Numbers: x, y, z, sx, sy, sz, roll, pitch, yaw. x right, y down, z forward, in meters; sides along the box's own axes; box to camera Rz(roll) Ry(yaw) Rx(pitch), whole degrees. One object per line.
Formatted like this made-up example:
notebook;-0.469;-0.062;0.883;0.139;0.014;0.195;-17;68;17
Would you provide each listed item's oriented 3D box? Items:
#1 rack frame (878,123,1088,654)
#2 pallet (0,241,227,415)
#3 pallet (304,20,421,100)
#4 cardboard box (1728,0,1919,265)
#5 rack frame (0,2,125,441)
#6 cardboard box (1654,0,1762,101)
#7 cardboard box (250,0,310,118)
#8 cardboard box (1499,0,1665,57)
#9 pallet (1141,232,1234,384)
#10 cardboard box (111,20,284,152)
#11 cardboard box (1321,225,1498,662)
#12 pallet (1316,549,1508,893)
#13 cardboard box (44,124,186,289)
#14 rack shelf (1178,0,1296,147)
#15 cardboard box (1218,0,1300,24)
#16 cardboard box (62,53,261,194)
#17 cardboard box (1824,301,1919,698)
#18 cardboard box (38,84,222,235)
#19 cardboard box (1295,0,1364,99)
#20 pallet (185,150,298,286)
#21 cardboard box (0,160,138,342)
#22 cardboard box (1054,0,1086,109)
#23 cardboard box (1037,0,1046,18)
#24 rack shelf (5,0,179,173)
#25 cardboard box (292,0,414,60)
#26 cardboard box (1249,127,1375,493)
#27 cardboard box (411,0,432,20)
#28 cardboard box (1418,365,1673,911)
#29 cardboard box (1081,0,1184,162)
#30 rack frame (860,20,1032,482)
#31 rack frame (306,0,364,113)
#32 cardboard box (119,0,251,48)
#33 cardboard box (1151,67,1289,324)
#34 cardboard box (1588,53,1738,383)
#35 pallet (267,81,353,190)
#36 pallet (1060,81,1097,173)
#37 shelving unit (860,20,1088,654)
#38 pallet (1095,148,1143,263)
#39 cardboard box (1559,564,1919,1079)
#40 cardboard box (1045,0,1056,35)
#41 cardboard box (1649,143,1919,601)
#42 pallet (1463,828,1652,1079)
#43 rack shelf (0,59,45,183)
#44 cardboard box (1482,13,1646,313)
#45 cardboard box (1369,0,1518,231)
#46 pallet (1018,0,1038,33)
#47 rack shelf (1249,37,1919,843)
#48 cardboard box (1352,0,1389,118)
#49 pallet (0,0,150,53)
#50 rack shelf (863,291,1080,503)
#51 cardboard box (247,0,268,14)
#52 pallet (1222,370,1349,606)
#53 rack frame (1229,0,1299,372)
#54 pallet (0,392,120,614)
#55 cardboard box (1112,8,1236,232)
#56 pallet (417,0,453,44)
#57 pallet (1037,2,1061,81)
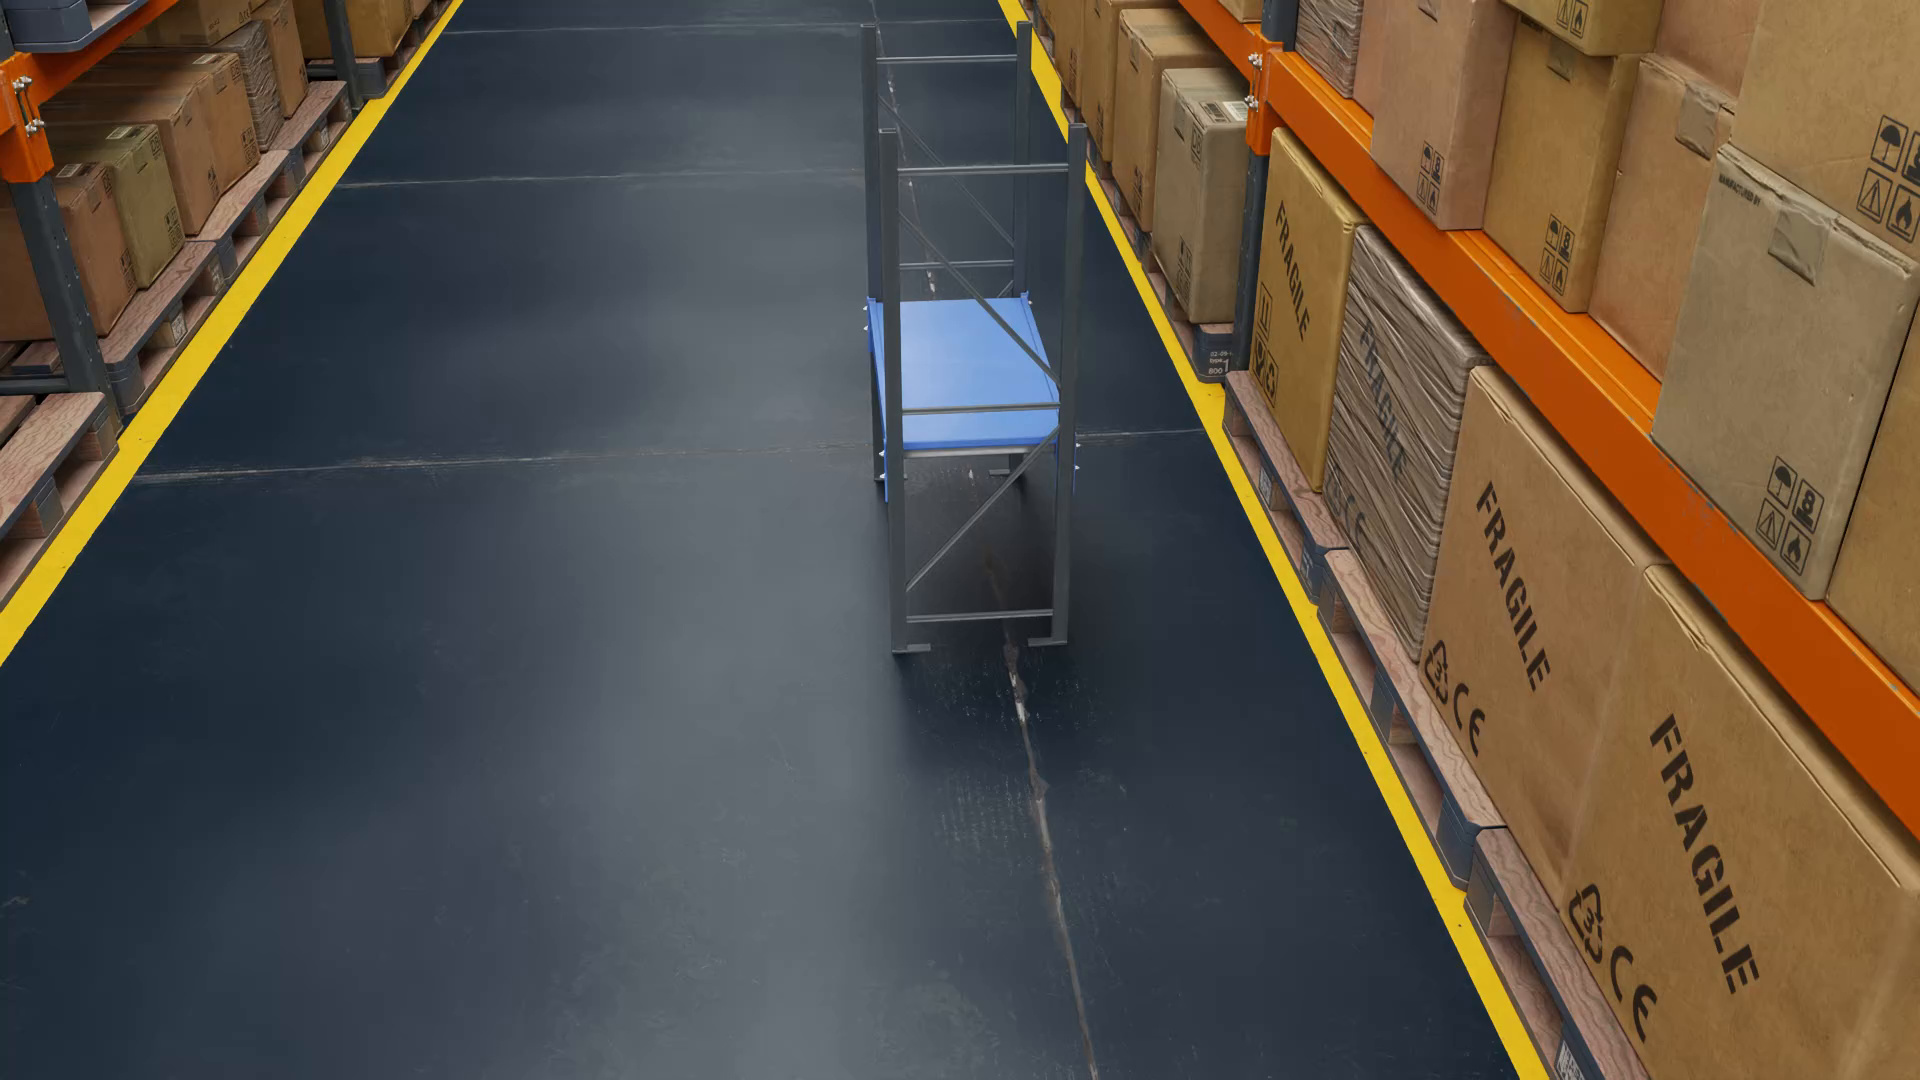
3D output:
rack frame;0.055;-0.341;4.358;0.500;1.500;0.032;-3;31;-5
pallet;-3.534;-0.825;6.425;1.003;0.211;1.213;-3;31;-5
pallet;-3.832;-2.876;9.859;1.003;0.211;1.213;-3;31;-5
cardboard box;1.722;-0.764;2.405;0.875;0.550;0.550;-3;31;-5
rack frame;-3.460;-1.625;5.045;1.000;3.000;0.127;-3;31;-5
cardboard box;1.805;-1.057;2.894;0.875;0.550;0.550;-3;31;-5
cardboard box;-3.751;-2.441;8.421;0.700;0.500;0.500;-4;31;-7
cardboard box;1.626;-1.321;3.337;0.875;0.550;0.500;-3;31;-5
pallet;1.341;-1.004;6.725;1.003;0.211;1.213;-3;31;-5
cardboard box;-3.686;-2.159;7.948;0.700;0.500;0.500;-5;31;-9
cardboard box;1.565;-0.294;4.480;0.875;0.875;0.875;-3;31;-4
pallet;1.598;0.403;4.370;1.003;0.211;1.213;-3;31;-5
cardboard box;-3.521;-1.299;6.509;0.700;0.500;0.500;-3;31;-5
rack shelf;1.301;-2.523;7.250;1.077;0.370;4.000;-3;31;-5
cardboard box;1.173;-2.107;5.755;0.500;0.500;0.500;-3;31;-5
cardboard box;-3.627;-1.870;7.464;0.700;0.500;0.500;0;31;0
cardboard box;1.782;-0.020;2.212;0.875;0.550;0.550;-3;31;-5
cardboard box;-3.574;-1.585;6.987;0.700;0.500;0.500;-5;31;-9
cardboard box;1.534;-1.687;5.003;0.875;0.550;0.550;-3;31;-5
pallet;-3.651;-1.449;7.470;1.003;0.211;1.213;-3;31;-5
cardboard box;-3.496;-1.055;6.099;0.700;0.500;0.500;-5;31;-8
cardboard box;1.082;-2.752;8.717;1.050;0.750;0.750;-3;31;-5
cardboard box;0.748;-3.549;10.294;0.500;0.500;0.500;-2;31;-3
rack shelf;-3.647;-2.337;6.939;1.077;0.370;4.000;-3;31;-5
cardboard box;-3.877;-3.288;9.492;1.225;0.875;0.875;-4;31;-7
cardboard box;1.477;-0.754;5.250;0.875;0.875;0.875;-2;31;-4
cardboard box;-3.953;-3.744;10.255;1.225;0.875;0.875;-3;31;-4
cardboard box;1.648;0.171;3.701;0.875;0.875;0.875;-3;31;-5
cardboard box;1.167;-2.306;7.970;1.050;0.750;0.750;-2;31;-4
rack frame;-0.040;-0.860;5.227;0.500;1.500;0.032;-3;31;-5
rack frame;-3.833;-3.667;8.464;1.000;3.000;0.127;-3;31;-5
cardboard box;-3.681;-2.494;7.777;0.500;0.250;0.500;1;31;1
cardboard box;1.340;-1.338;6.349;1.050;0.750;0.750;-3;31;-5
cardboard box;1.782;-0.592;3.169;0.875;0.550;0.550;-3;31;-5
pallet;-3.762;-2.071;8.511;1.003;0.211;1.213;-3;31;-5
pallet;1.113;-2.250;8.810;1.003;0.211;1.213;-3;31;-5
shelving unit;0.008;-0.600;4.792;0.538;1.500;1.048;-3;31;-5
pallet;1.224;-1.628;7.770;1.003;0.211;1.213;-3;31;-5
cardboard box;1.733;0.620;2.949;0.875;0.875;0.875;-3;31;-4
cardboard box;0.793;-3.283;9.850;0.500;0.500;0.500;-3;31;-5
cardboard box;1.709;-0.300;2.681;0.875;0.550;0.550;-3;31;-5
pallet;1.709;1.024;3.329;1.003;0.211;1.213;-3;31;-5
rack shelf;-3.273;-0.295;3.520;1.077;0.370;4.000;-3;31;-5
cardboard box;1.691;-0.860;3.619;0.875;0.550;0.500;-3;31;-5
cardboard box;1.542;-1.126;4.064;0.875;0.550;0.550;-3;31;-5
pallet;0.932;-3.676;11.199;1.003;0.211;1.213;-3;31;-5
rack shelf;1.675;-0.481;3.831;1.077;0.370;4.000;-3;31;-5
cardboard box;1.608;-1.408;4.535;0.875;0.550;0.550;-3;31;-5
pallet;-3.386;-1.939;5.759;1.003;0.211;1.213;-3;31;-5
rack shelf;0.008;-0.446;4.885;0.538;0.185;1.000;-3;31;-5
cardboard box;-3.741;-2.764;8.229;0.500;0.250;0.500;-2;31;-3
pallet;1.481;-0.222;5.415;1.003;0.211;1.213;-3;31;-5
rack frame;1.488;-1.811;5.356;1.000;3.000;0.127;-3;31;-5
pallet;-3.362;-0.086;5.189;1.003;0.211;1.213;-3;31;-5
cardboard box;1.254;-1.830;7.174;1.050;0.750;0.750;-3;31;-5
pallet;-3.943;-3.497;10.899;1.003;0.211;1.213;-3;31;-5
pallet;1.043;-3.055;10.158;1.003;0.211;1.213;-3;31;-5
